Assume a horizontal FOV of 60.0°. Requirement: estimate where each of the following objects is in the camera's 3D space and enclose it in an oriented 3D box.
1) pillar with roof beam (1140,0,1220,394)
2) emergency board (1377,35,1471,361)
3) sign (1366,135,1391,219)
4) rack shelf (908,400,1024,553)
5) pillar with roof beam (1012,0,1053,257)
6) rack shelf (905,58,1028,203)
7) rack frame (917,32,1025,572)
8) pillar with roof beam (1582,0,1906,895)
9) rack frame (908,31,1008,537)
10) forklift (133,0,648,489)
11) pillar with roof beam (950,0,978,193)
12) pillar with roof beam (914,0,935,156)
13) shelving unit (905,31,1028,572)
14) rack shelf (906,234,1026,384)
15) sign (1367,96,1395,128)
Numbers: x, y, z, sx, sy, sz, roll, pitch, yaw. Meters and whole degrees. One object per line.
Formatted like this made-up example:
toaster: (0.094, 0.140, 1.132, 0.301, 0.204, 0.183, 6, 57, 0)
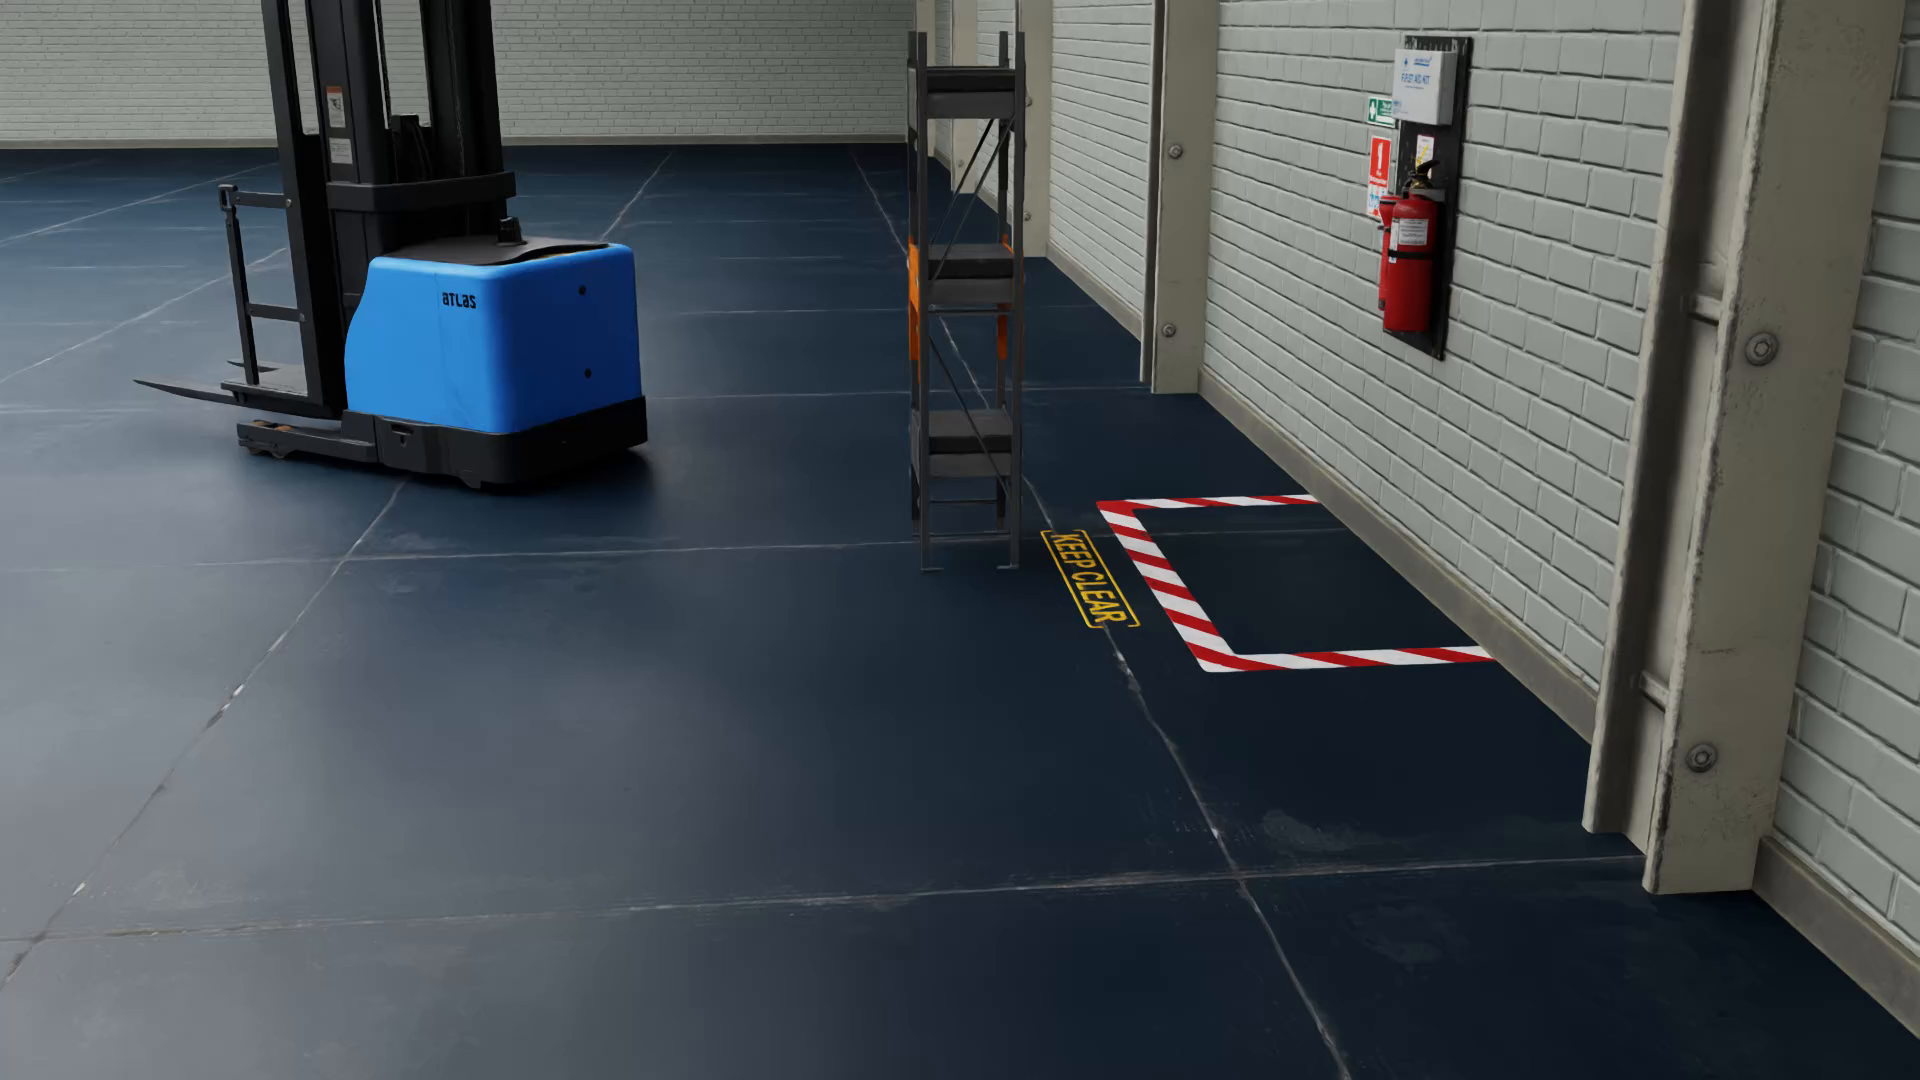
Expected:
pillar with roof beam: (-2.991, -5.101, 8.400, 9.100, 9.000, 0.400, -2, 18, -6)
emergency board: (1.693, -1.321, 6.377, 0.194, 1.169, 0.643, -2, 18, -6)
sign: (1.739, -1.506, 6.907, 0.001, 0.329, 0.234, -2, 18, -6)
rack shelf: (0.017, -0.272, 6.919, 0.431, 0.518, 0.480, -2, 18, -6)
pillar with roof beam: (-3.610, -6.888, 14.094, 9.100, 9.000, 0.400, -2, 18, -6)
rack shelf: (0.017, -1.607, 6.500, 0.431, 0.518, 0.480, -2, 18, -6)
rack frame: (0.042, -0.880, 6.474, 0.400, 2.100, 0.015, -2, 18, -6)
pillar with roof beam: (-2.372, -3.313, 2.706, 9.100, 9.000, 0.400, -2, 18, -6)
rack frame: (-0.008, -1.025, 6.937, 0.400, 2.100, 0.015, -2, 18, -6)
forklift: (-3.144, -1.942, 8.470, 3.031, 2.935, 1.130, 10, 20, 28)
pillar with roof beam: (-4.229, -8.676, 19.788, 9.100, 9.000, 0.400, -2, 18, -6)
pillar with roof beam: (-4.847, -10.463, 25.482, 9.100, 9.000, 0.400, -2, 18, -6)
shelving unit: (0.017, -0.952, 6.705, 0.431, 2.100, 0.503, -2, 18, -6)
rack shelf: (0.017, -0.939, 6.710, 0.431, 0.518, 0.480, -2, 18, -6)
sign: (1.730, -1.757, 6.822, 0.001, 0.109, 0.331, -2, 18, -6)
